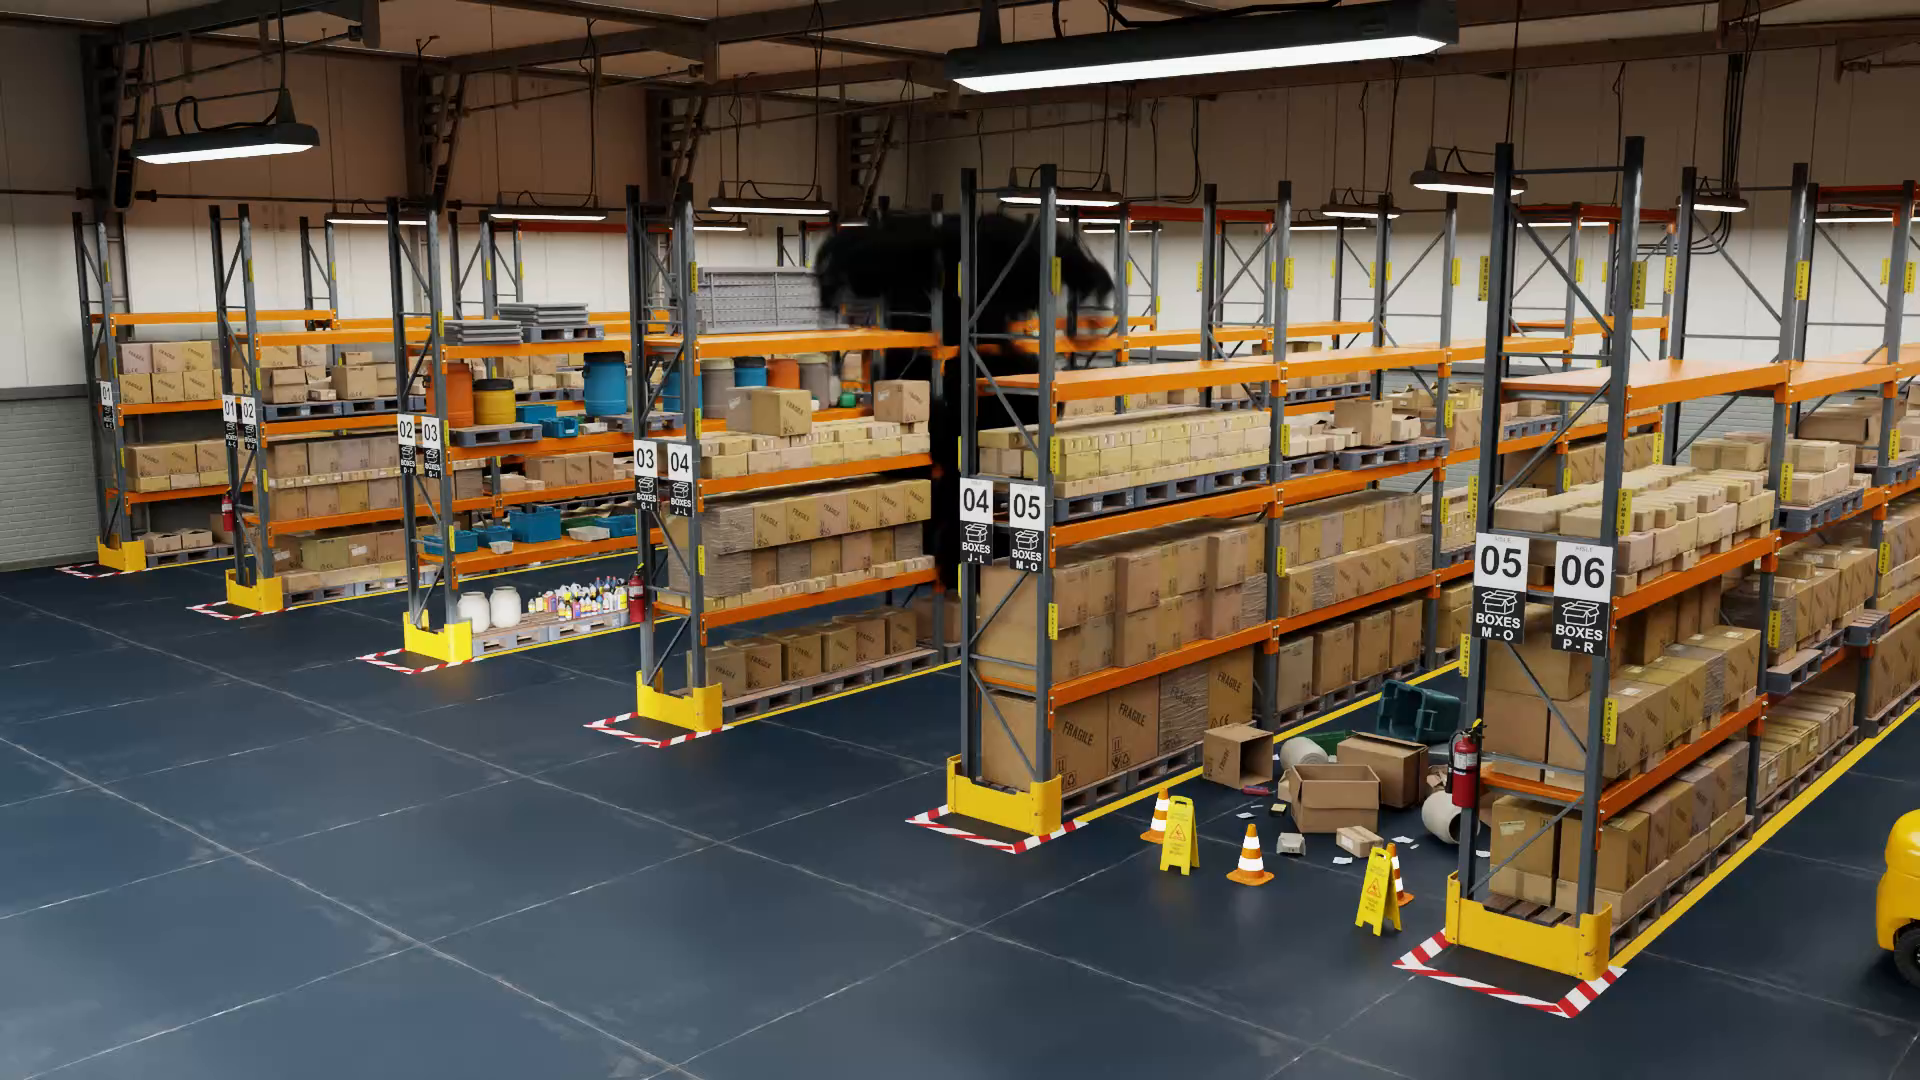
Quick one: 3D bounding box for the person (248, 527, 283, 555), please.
[{"bbox_3d":[-11.161,-0.131,26.974,0.655,1.679,0.626,7,11,34],"label":"person"}]
